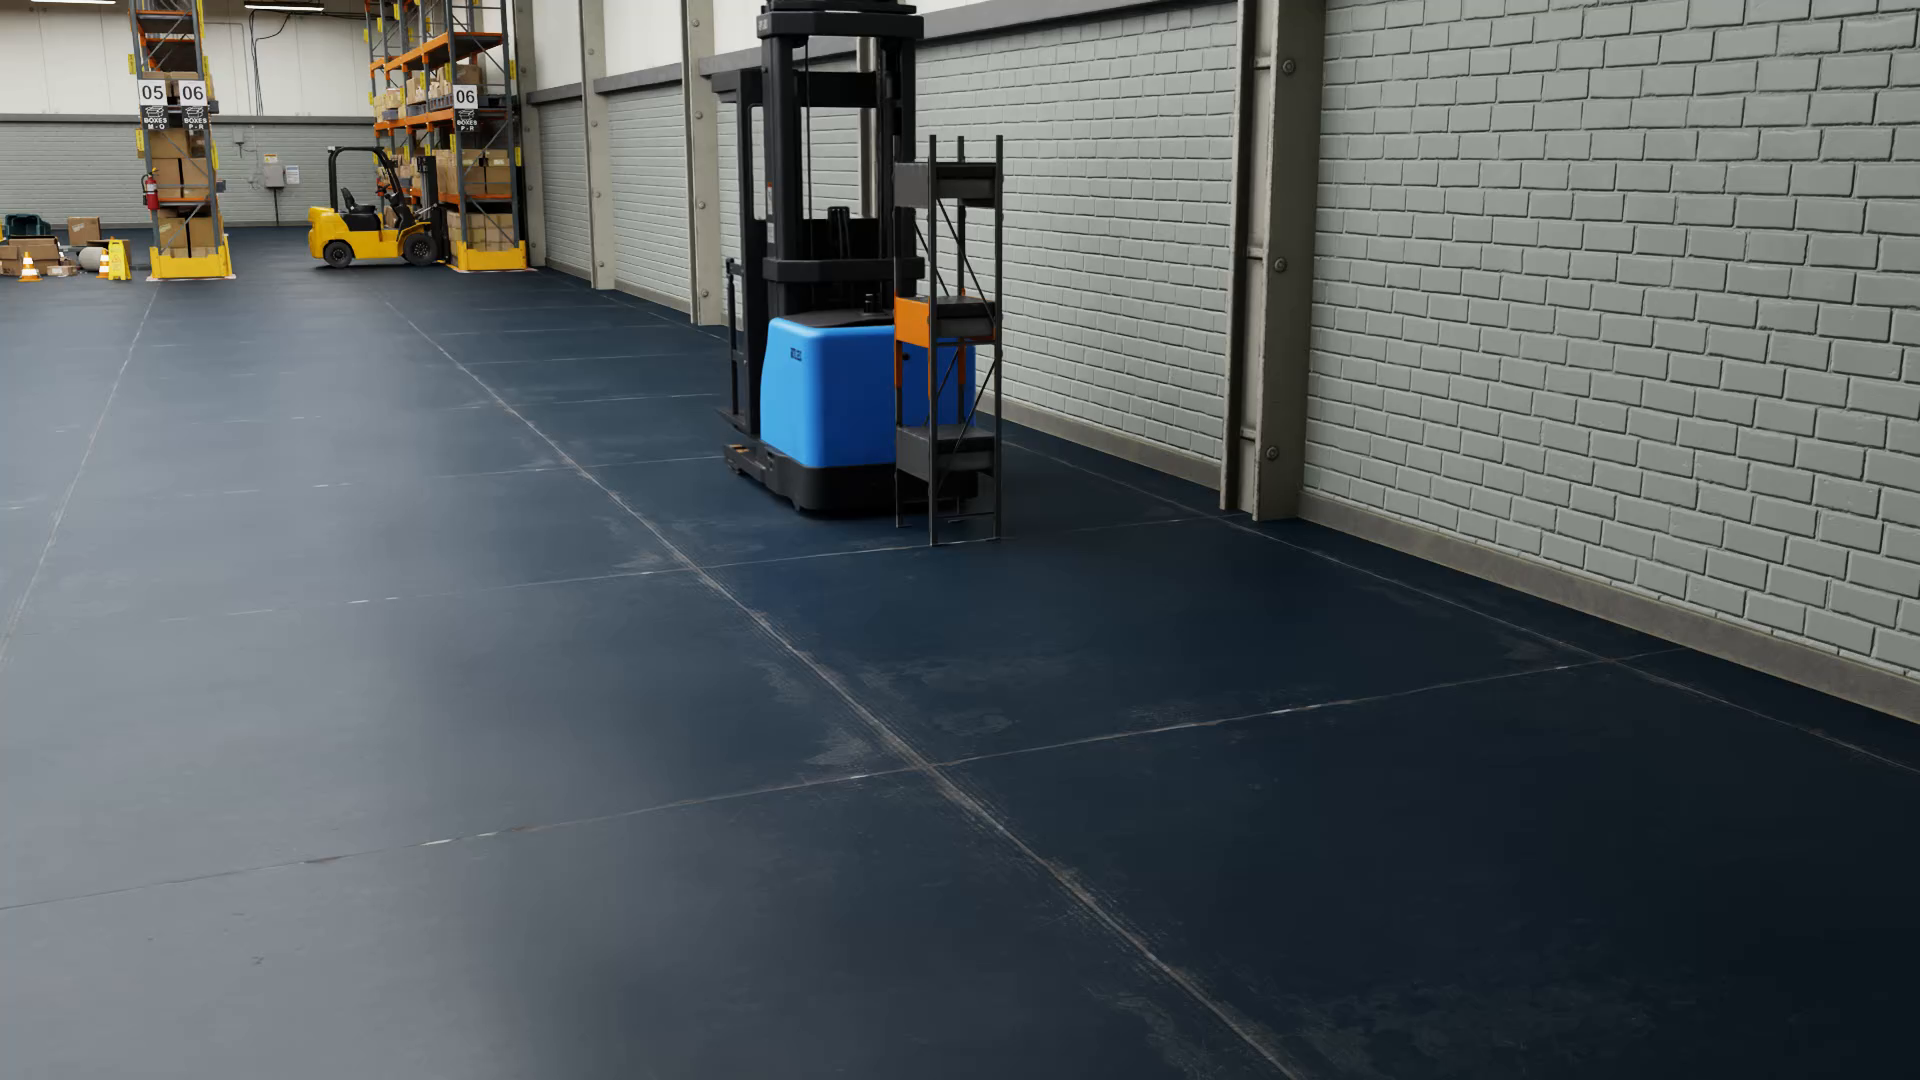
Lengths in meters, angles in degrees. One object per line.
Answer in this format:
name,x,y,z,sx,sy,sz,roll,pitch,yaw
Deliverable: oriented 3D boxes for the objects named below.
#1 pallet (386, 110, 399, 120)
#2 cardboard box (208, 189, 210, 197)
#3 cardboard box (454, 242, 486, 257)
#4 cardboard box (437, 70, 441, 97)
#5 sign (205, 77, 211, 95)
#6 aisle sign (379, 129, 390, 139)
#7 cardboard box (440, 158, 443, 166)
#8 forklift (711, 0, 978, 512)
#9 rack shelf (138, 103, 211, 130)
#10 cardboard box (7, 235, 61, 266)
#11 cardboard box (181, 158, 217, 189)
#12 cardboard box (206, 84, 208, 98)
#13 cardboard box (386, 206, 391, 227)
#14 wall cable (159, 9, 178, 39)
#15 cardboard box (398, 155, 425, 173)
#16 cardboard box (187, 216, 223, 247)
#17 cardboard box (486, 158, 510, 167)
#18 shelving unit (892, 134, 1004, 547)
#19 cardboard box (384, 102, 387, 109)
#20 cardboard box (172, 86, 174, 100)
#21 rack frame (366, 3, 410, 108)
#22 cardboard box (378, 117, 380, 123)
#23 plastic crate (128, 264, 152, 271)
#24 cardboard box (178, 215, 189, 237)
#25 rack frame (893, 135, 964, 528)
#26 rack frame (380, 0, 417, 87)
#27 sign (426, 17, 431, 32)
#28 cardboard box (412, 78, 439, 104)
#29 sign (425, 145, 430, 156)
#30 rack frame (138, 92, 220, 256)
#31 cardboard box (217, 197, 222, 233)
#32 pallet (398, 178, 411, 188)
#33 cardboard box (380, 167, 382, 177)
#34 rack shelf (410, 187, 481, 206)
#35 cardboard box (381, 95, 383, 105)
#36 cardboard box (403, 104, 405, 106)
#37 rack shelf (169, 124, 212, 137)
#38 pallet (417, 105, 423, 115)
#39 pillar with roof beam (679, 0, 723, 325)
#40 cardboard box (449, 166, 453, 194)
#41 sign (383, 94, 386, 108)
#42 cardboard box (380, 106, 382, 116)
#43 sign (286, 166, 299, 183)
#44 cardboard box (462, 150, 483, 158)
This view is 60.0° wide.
pallet,-12.624,-9.849,38.535,1.213,0.211,1.003,-6,14,-23
cardboard box,-13.071,-5.985,28.634,0.380,0.149,0.250,-6,14,-25
cardboard box,-8.910,-5.288,30.233,0.500,0.250,0.500,-6,14,-23
cardboard box,-9.351,-8.534,31.056,0.797,0.503,0.637,-5,14,-21
sign,-14.087,-8.496,31.126,0.100,0.325,0.005,-6,14,-23
aisle sign,-15.138,-10.914,43.610,0.394,0.787,0.004,-6,14,-23
cardboard box,-9.662,-7.189,31.619,0.380,0.149,0.250,-6,14,-25
forklift,-0.904,-1.878,10.484,1.130,2.935,3.031,-5,14,-21
rack shelf,-13.780,-7.430,29.262,1.077,0.370,4.000,-6,14,-23
cardboard box,-16.384,-5.082,29.411,0.797,0.637,0.503,-6,14,-23
cardboard box,-12.915,-6.222,28.220,0.500,0.500,0.500,-6,14,-24
cardboard box,-13.129,-7.672,28.385,0.500,0.250,0.500,-6,14,-24
cardboard box,-14.377,-8.332,42.830,0.700,0.500,0.500,-5,14,-21
wall cable,-21.925,-13.284,46.308,0.463,3.000,0.029,-6,14,-23
cardboard box,-12.460,-8.583,38.141,0.797,0.503,0.637,-6,14,-24
cardboard box,-13.059,-5.332,28.761,0.500,0.500,0.500,-6,14,-25
cardboard box,-8.331,-6.813,29.994,0.380,0.149,0.250,-6,14,-24
shelving unit,-0.066,-1.057,8.781,0.431,2.100,0.503,-6,14,-23
cardboard box,-13.412,-10.272,39.351,0.380,0.149,0.250,-5,14,-22
cardboard box,-14.048,-7.835,29.091,0.500,0.250,0.500,-5,14,-22
rack frame,-14.842,-12.583,43.280,1.000,3.000,0.127,-6,14,-23
cardboard box,-14.594,-10.692,42.319,0.380,0.149,0.250,-6,14,-23
plastic crate,-14.704,-4.911,29.912,0.402,0.080,0.583,-12,18,-42
cardboard box,-13.947,-5.490,29.443,0.500,0.500,0.500,-6,14,-24
rack frame,-0.164,-1.108,8.999,0.400,2.100,0.015,-6,14,-23
rack frame,-13.239,-11.757,39.710,1.000,3.000,0.127,-6,14,-23
sign,-12.733,-12.340,39.808,0.100,0.325,0.005,-6,14,-23
cardboard box,-11.162,-9.389,34.757,0.500,0.500,0.500,-5,14,-22
sign,-10.528,-7.656,32.903,0.100,0.325,0.005,-6,14,-23
rack frame,-12.979,-5.906,27.734,1.000,3.000,0.127,-6,14,-23
cardboard box,-17.095,-7.247,37.312,0.875,0.875,0.875,-5,14,-21
pallet,-11.973,-8.048,37.415,1.213,0.211,1.003,-6,14,-23
cardboard box,-14.705,-9.510,42.980,0.500,0.250,0.500,-5,14,-22
rack shelf,-10.836,-7.244,35.111,1.077,0.370,4.000,-6,14,-23
cardboard box,-14.069,-10.903,41.237,0.500,0.250,0.500,-5,14,-22
cardboard box,-12.307,-9.801,37.360,0.380,0.149,0.250,-6,14,-23
rack shelf,-18.587,-9.909,39.974,1.077,0.370,4.000,-6,14,-23
pallet,-10.833,-9.014,34.931,1.003,0.211,1.213,-5,14,-20
pillar with roof beam,-7.023,-6.635,17.579,9.100,9.000,0.400,-6,14,-23
cardboard box,-9.069,-6.589,30.466,0.500,0.500,0.500,-5,14,-21
sign,-13.733,-10.497,39.771,0.100,0.325,0.005,-6,14,-23
cardboard box,-14.270,-10.762,41.739,0.500,0.250,0.500,-6,14,-24
sign,-19.315,-10.575,48.119,0.329,0.494,0.001,-6,14,-23
cardboard box,-8.769,-6.919,29.794,0.380,0.149,0.250,-6,14,-23
